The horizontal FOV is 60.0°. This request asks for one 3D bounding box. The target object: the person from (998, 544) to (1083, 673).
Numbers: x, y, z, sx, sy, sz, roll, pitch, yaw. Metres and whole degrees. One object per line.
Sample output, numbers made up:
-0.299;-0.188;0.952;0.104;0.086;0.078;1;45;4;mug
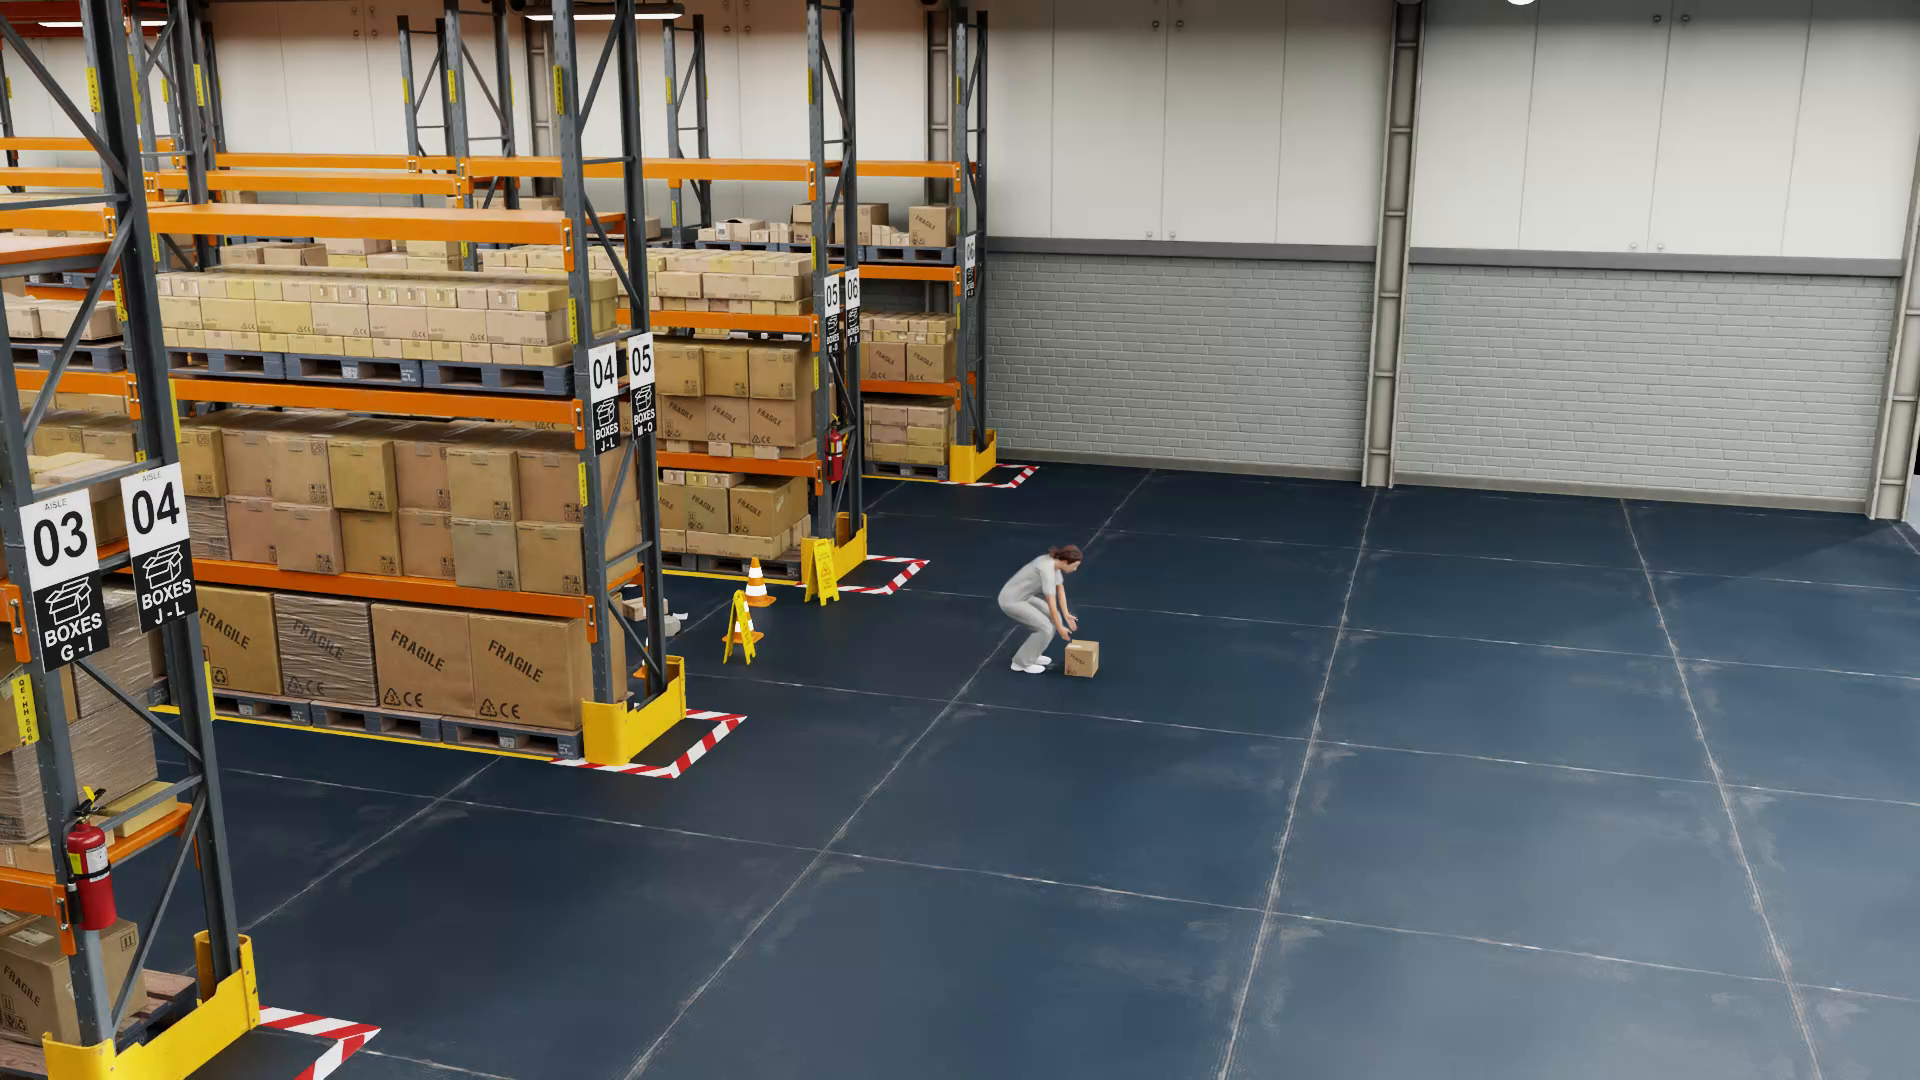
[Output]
0.721;0.581;14.817;0.740;1.159;0.494;4;16;16;person
